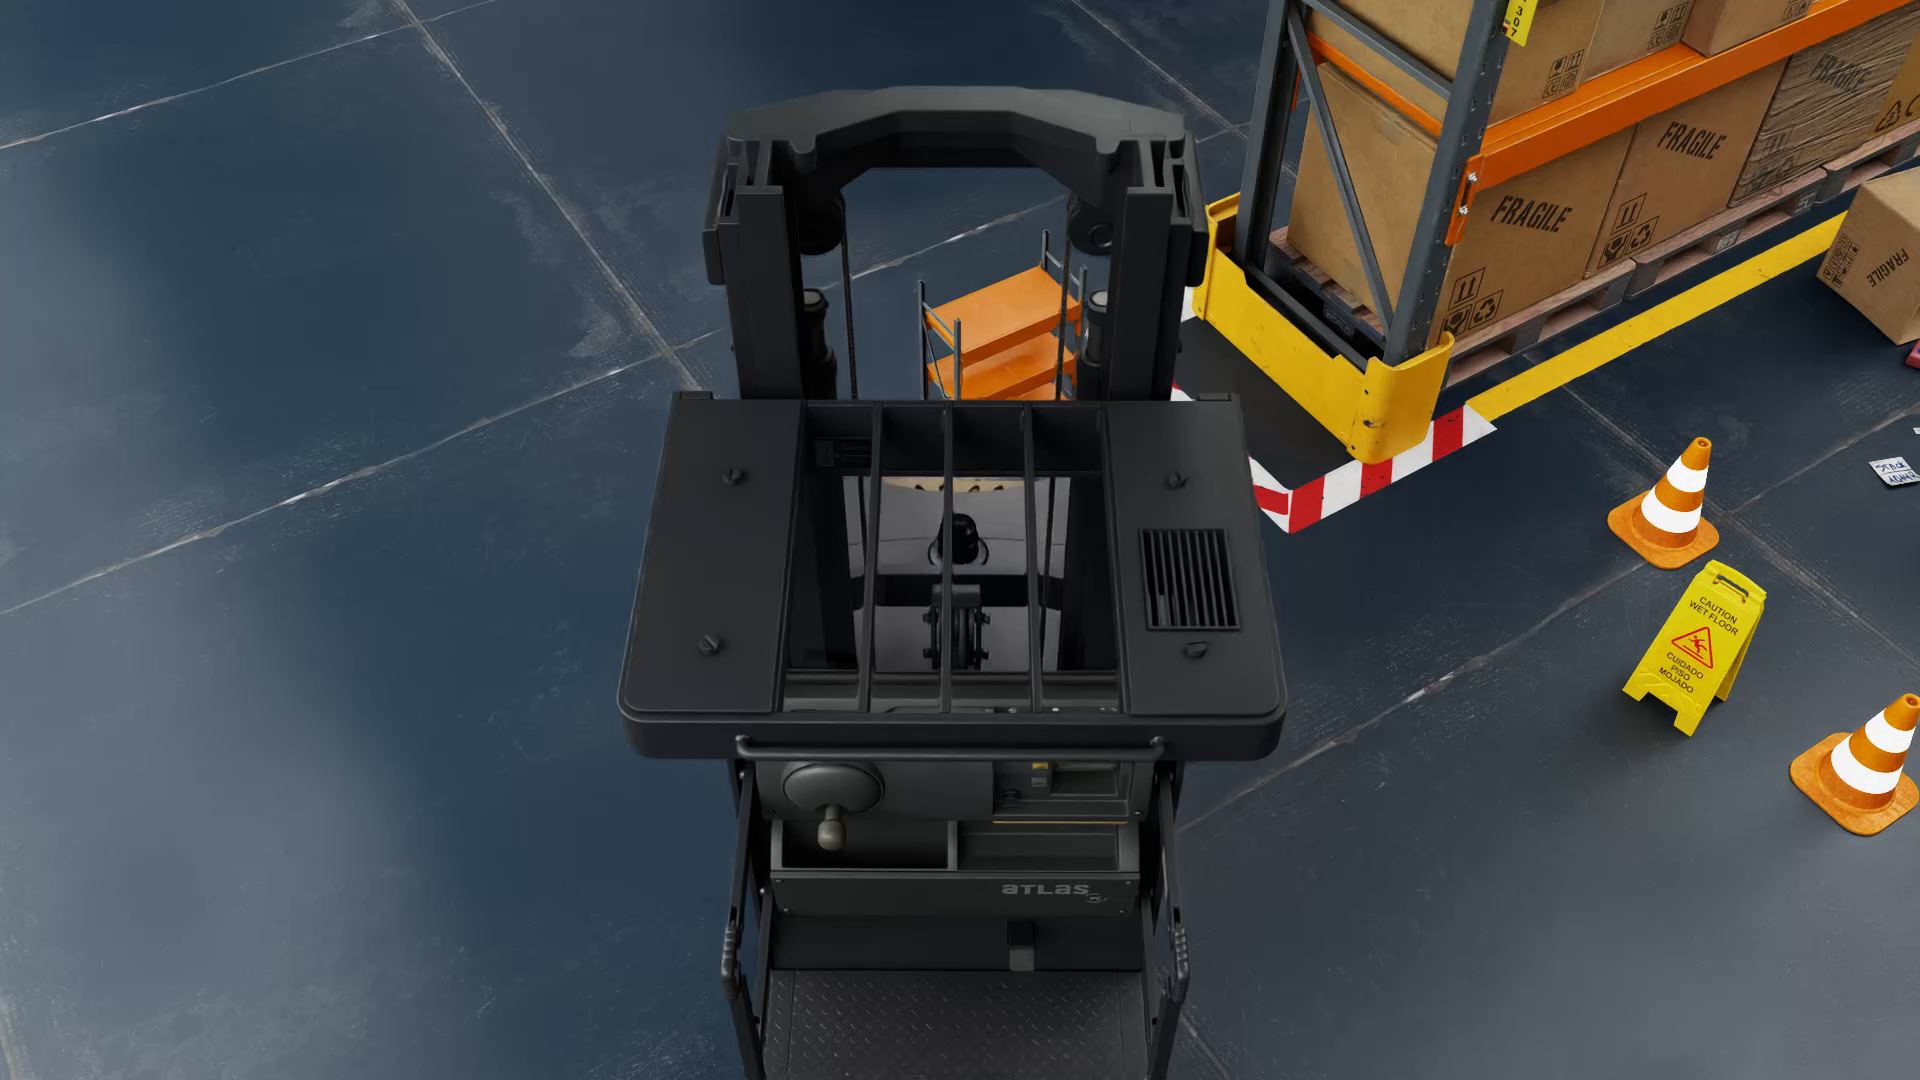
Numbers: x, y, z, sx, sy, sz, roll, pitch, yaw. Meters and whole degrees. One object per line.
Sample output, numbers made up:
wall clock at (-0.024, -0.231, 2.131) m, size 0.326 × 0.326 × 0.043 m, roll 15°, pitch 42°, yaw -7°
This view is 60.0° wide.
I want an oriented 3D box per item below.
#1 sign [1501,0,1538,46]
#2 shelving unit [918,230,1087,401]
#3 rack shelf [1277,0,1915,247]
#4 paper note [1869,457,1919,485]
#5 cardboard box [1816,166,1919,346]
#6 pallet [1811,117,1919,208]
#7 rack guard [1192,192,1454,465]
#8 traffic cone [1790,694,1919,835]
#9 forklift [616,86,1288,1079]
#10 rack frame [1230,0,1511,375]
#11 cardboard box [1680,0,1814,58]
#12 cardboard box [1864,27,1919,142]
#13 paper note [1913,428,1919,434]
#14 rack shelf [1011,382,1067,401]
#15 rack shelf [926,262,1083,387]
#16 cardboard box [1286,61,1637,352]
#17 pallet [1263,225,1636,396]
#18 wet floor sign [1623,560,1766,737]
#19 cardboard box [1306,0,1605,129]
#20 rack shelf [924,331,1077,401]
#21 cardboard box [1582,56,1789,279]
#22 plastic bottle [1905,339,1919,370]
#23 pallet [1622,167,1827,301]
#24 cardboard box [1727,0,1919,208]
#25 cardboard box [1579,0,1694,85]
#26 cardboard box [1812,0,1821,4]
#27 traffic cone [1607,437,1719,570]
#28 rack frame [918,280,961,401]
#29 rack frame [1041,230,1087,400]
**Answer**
sign at (1.738, -1.682, 5.107) m, size 0.005 × 0.325 × 0.100 m, roll -25°, pitch 53°, yaw -21°
shelving unit at (0.140, -0.465, 5.861) m, size 0.503 × 1.200 × 0.258 m, roll -25°, pitch 53°, yaw -21°
rack shelf at (3.139, -2.278, 6.752) m, size 4.000 × 0.370 × 1.077 m, roll -25°, pitch 53°, yaw -21°
paper note at (3.644, -0.269, 6.470) m, size 0.142 × 0.017 × 0.144 m, roll -9°, pitch 49°, yaw -8°
cardboard box at (4.065, -1.217, 6.998) m, size 0.500 × 0.500 × 0.500 m, roll -17°, pitch 51°, yaw -15°
pallet at (4.145, -2.134, 8.009) m, size 1.213 × 0.211 × 1.003 m, roll -25°, pitch 53°, yaw -21°
rack guard at (1.427, -0.880, 6.699) m, size 0.348 × 0.500 × 1.175 m, roll -25°, pitch 53°, yaw -21°
traffic cone at (2.969, 0.657, 5.355) m, size 0.334 × 0.463 × 0.336 m, roll -25°, pitch 53°, yaw -21°
forklift at (-0.010, 0.629, 3.727) m, size 1.130 × 2.935 × 3.031 m, roll 0°, pitch 48°, yaw 0°
rack frame at (1.447, -1.721, 5.774) m, size 0.127 × 3.000 × 1.000 m, roll -25°, pitch 53°, yaw -21°
cardboard box at (2.731, -2.324, 6.211) m, size 0.550 × 0.550 × 0.875 m, roll -25°, pitch 53°, yaw -21°
cardboard box at (4.261, -2.541, 7.646) m, size 0.875 × 0.875 × 0.875 m, roll -24°, pitch 53°, yaw -20°
paper note at (3.869, -0.437, 6.632) m, size 0.123 × 0.001 × 0.032 m, roll -2°, pitch 48°, yaw -1°
rack shelf at (0.140, -0.420, 5.911) m, size 0.480 × 0.148 × 0.258 m, roll -25°, pitch 53°, yaw -21°
rack shelf at (0.140, -0.726, 5.567) m, size 0.480 × 0.148 × 0.258 m, roll -25°, pitch 53°, yaw -21°
cardboard box at (1.985, -1.466, 6.688) m, size 0.875 × 0.875 × 0.875 m, roll -25°, pitch 53°, yaw -21°
pallet at (2.082, -1.161, 7.143) m, size 1.213 × 0.211 × 1.003 m, roll -25°, pitch 53°, yaw -21°
wet floor sign at (2.479, 0.324, 5.529) m, size 0.232 × 0.644 × 0.267 m, roll -34°, pitch 57°, yaw -27°
cardboard box at (1.737, -1.947, 5.875) m, size 0.550 × 0.550 × 0.875 m, roll -25°, pitch 53°, yaw -21°
rack shelf at (0.140, -0.569, 5.744) m, size 0.480 × 0.148 × 0.258 m, roll -25°, pitch 53°, yaw -21°
cardboard box at (2.728, -1.818, 7.002) m, size 0.875 × 0.875 × 0.875 m, roll -26°, pitch 53°, yaw -21°
plastic bottle at (4.067, -0.721, 6.851) m, size 0.283 × 0.061 × 0.133 m, roll 30°, pitch 55°, yaw 24°
pallet at (3.112, -1.645, 7.573) m, size 1.213 × 0.211 × 1.003 m, roll -25°, pitch 53°, yaw -21°
cardboard box at (3.500, -2.180, 7.324) m, size 0.875 × 0.875 × 0.875 m, roll -25°, pitch 53°, yaw -21°
cardboard box at (2.190, -2.180, 6.082) m, size 0.550 × 0.550 × 0.875 m, roll -25°, pitch 53°, yaw -21°
cardboard box at (3.157, -2.561, 6.422) m, size 0.500 × 0.550 × 0.875 m, roll -25°, pitch 53°, yaw -21°
traffic cone at (2.654, -0.192, 6.111) m, size 0.334 × 0.463 × 0.336 m, roll -25°, pitch 53°, yaw -21°
rack frame at (-0.066, -0.368, 5.774) m, size 0.015 × 1.200 × 0.240 m, roll -25°, pitch 53°, yaw -21°
rack frame at (0.346, -0.562, 5.947) m, size 0.015 × 1.200 × 0.240 m, roll -25°, pitch 53°, yaw -21°
